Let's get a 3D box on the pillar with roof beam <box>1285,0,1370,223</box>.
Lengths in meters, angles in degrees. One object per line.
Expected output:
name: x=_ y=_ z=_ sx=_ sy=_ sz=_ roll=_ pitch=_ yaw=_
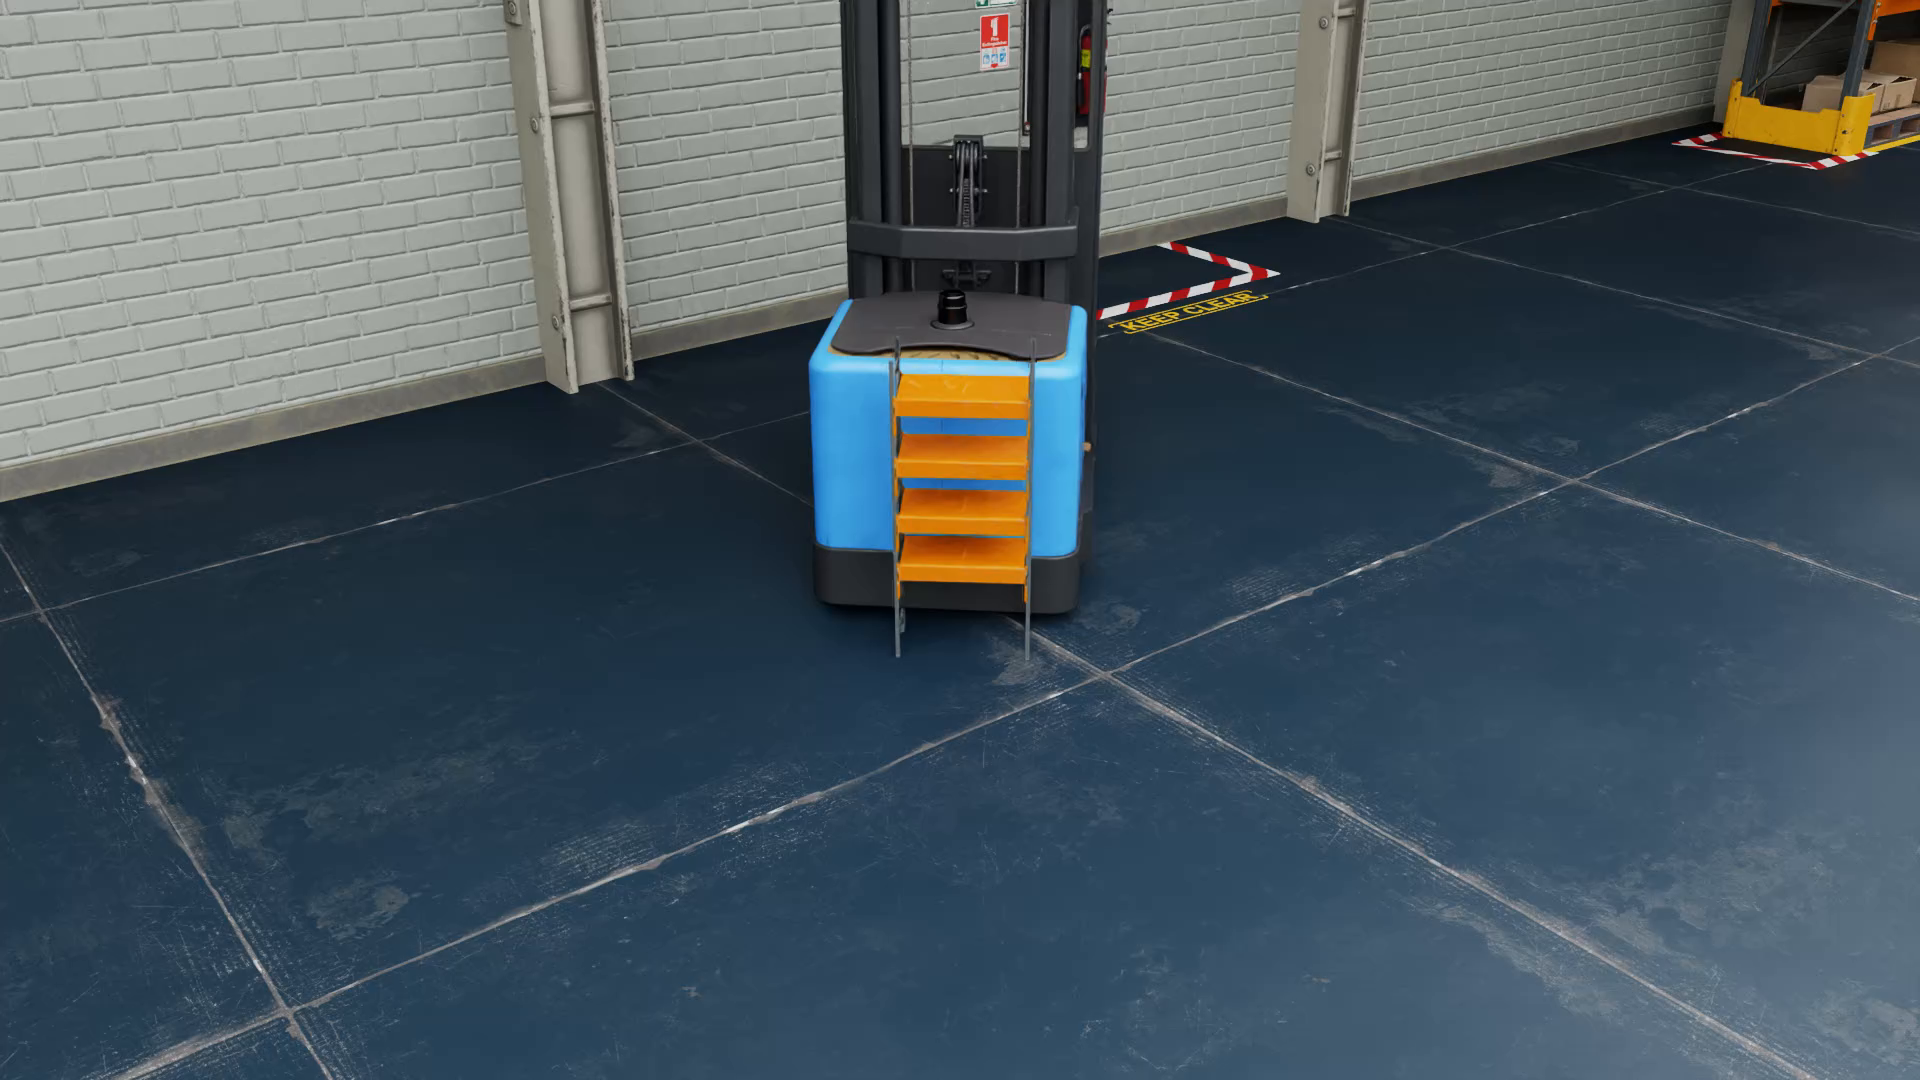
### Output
pillar with roof beam: x=5.338 y=-5.102 z=7.554 sx=0.400 sy=9.000 sz=9.100 roll=-18 pitch=31 yaw=-34

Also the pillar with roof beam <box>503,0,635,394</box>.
pillar with roof beam: x=0.617 y=-3.544 z=4.196 sx=0.400 sy=9.000 sz=9.100 roll=-18 pitch=31 yaw=-34

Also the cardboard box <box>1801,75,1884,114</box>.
cardboard box: x=7.986 y=-4.027 z=15.035 sx=0.500 sy=0.311 sz=0.500 roll=-23 pitch=33 yaw=-40

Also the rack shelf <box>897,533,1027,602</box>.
rack shelf: x=0.015 y=0.100 z=6.225 sx=0.480 sy=0.148 sz=0.258 roll=1 pitch=28 yaw=3

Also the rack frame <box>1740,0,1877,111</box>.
rack frame: x=7.386 y=-4.897 z=14.239 sx=0.127 sy=3.000 sz=1.000 roll=-18 pitch=31 yaw=-34

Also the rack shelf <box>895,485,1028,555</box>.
rack shelf: x=0.014 y=-0.076 z=6.132 sx=0.480 sy=0.148 sz=0.258 roll=1 pitch=28 yaw=3

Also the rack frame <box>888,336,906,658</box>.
rack frame: x=-0.230 y=-0.142 z=6.114 sx=0.015 sy=1.200 sz=0.240 roll=1 pitch=28 yaw=3

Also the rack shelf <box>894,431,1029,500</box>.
rack shelf: x=0.013 y=-0.274 z=6.027 sx=0.480 sy=0.148 sz=0.258 roll=1 pitch=28 yaw=3

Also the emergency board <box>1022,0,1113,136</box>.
emergency board: x=0.714 y=-3.178 z=10.534 sx=0.643 sy=1.169 sz=0.194 roll=-18 pitch=31 yaw=-34

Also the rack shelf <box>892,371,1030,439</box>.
rack shelf: x=0.012 y=-0.483 z=5.917 sx=0.480 sy=0.148 sz=0.258 roll=1 pitch=28 yaw=3

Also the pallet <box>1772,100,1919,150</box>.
pallet: x=8.107 y=-3.851 z=15.298 sx=1.213 sy=0.211 sz=1.003 roll=-18 pitch=31 yaw=-34

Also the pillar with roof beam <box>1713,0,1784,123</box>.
pillar with roof beam: x=10.060 y=-6.661 z=10.912 sx=0.400 sy=9.000 sz=9.100 roll=-18 pitch=31 yaw=-34

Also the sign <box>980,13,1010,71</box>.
sign: x=0.215 y=-3.084 z=10.291 sx=0.234 sy=0.329 sz=0.001 roll=-18 pitch=31 yaw=-34

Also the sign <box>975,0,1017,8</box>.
sign: x=0.224 y=-3.323 z=10.175 sx=0.331 sy=0.109 sz=0.001 roll=-18 pitch=31 yaw=-34

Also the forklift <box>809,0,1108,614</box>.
forklift: x=0.081 y=-1.628 z=7.277 sx=1.130 sy=2.935 sz=3.031 roll=2 pitch=25 yaw=5

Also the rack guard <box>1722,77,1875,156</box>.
rack guard: x=7.446 y=-3.783 z=14.808 sx=0.348 sy=0.500 sz=1.175 roll=-18 pitch=31 yaw=-34

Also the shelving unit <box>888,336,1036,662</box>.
shelving unit: x=0.014 y=-0.135 z=6.100 sx=0.503 sy=1.200 sz=0.258 roll=1 pitch=28 yaw=3

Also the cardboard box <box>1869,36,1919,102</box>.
cardboard box: x=9.043 y=-4.435 z=15.690 sx=0.500 sy=0.500 sz=0.700 roll=-21 pitch=32 yaw=-37

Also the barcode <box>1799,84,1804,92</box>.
barcode: x=7.754 y=-4.168 z=15.329 sx=0.075 sy=0.075 sz=0.001 roll=-18 pitch=31 yaw=-34

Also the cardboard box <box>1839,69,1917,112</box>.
cardboard box: x=8.435 y=-4.175 z=15.355 sx=0.500 sy=0.311 sz=0.500 roll=-15 pitch=29 yaw=-30

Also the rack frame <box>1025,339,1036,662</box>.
rack frame: x=0.257 y=-0.129 z=6.086 sx=0.015 sy=1.200 sz=0.240 roll=1 pitch=28 yaw=3

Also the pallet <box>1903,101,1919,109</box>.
pallet: x=9.067 y=-4.167 z=15.977 sx=1.213 sy=0.211 sz=1.003 roll=-18 pitch=31 yaw=-34

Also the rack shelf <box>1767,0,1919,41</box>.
rack shelf: x=8.960 y=-5.090 z=15.510 sx=4.000 sy=0.370 sz=1.077 roll=-18 pitch=31 yaw=-34
